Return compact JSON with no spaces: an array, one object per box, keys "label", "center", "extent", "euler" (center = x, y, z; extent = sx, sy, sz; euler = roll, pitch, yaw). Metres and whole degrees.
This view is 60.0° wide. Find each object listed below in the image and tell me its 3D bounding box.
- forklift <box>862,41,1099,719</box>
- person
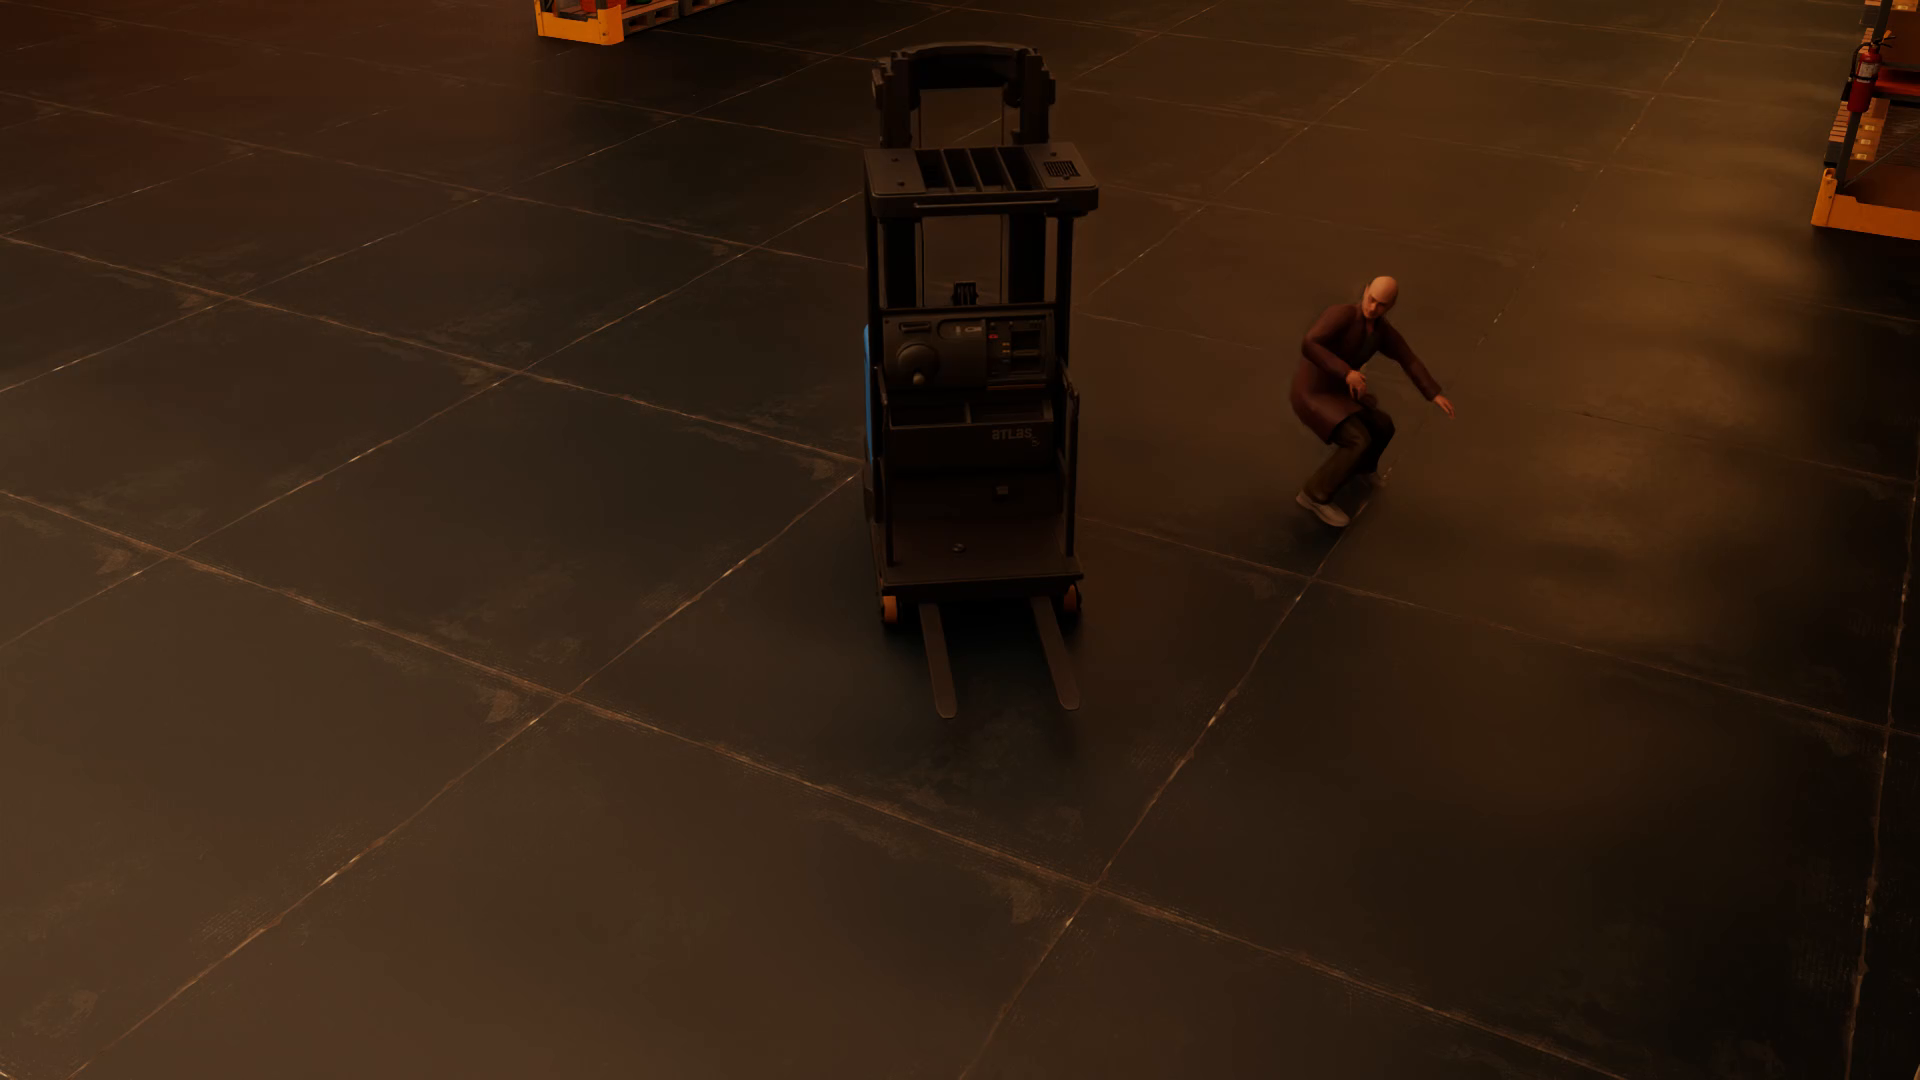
[{"label":"forklift","center":[0.077,-0.983,8.773],"extent":[1.130,2.935,3.031],"euler":[-3,30,-6]},{"label":"person","center":[2.442,-0.835,10.007],"extent":[0.861,1.548,0.879],"euler":[22,37,33]}]
